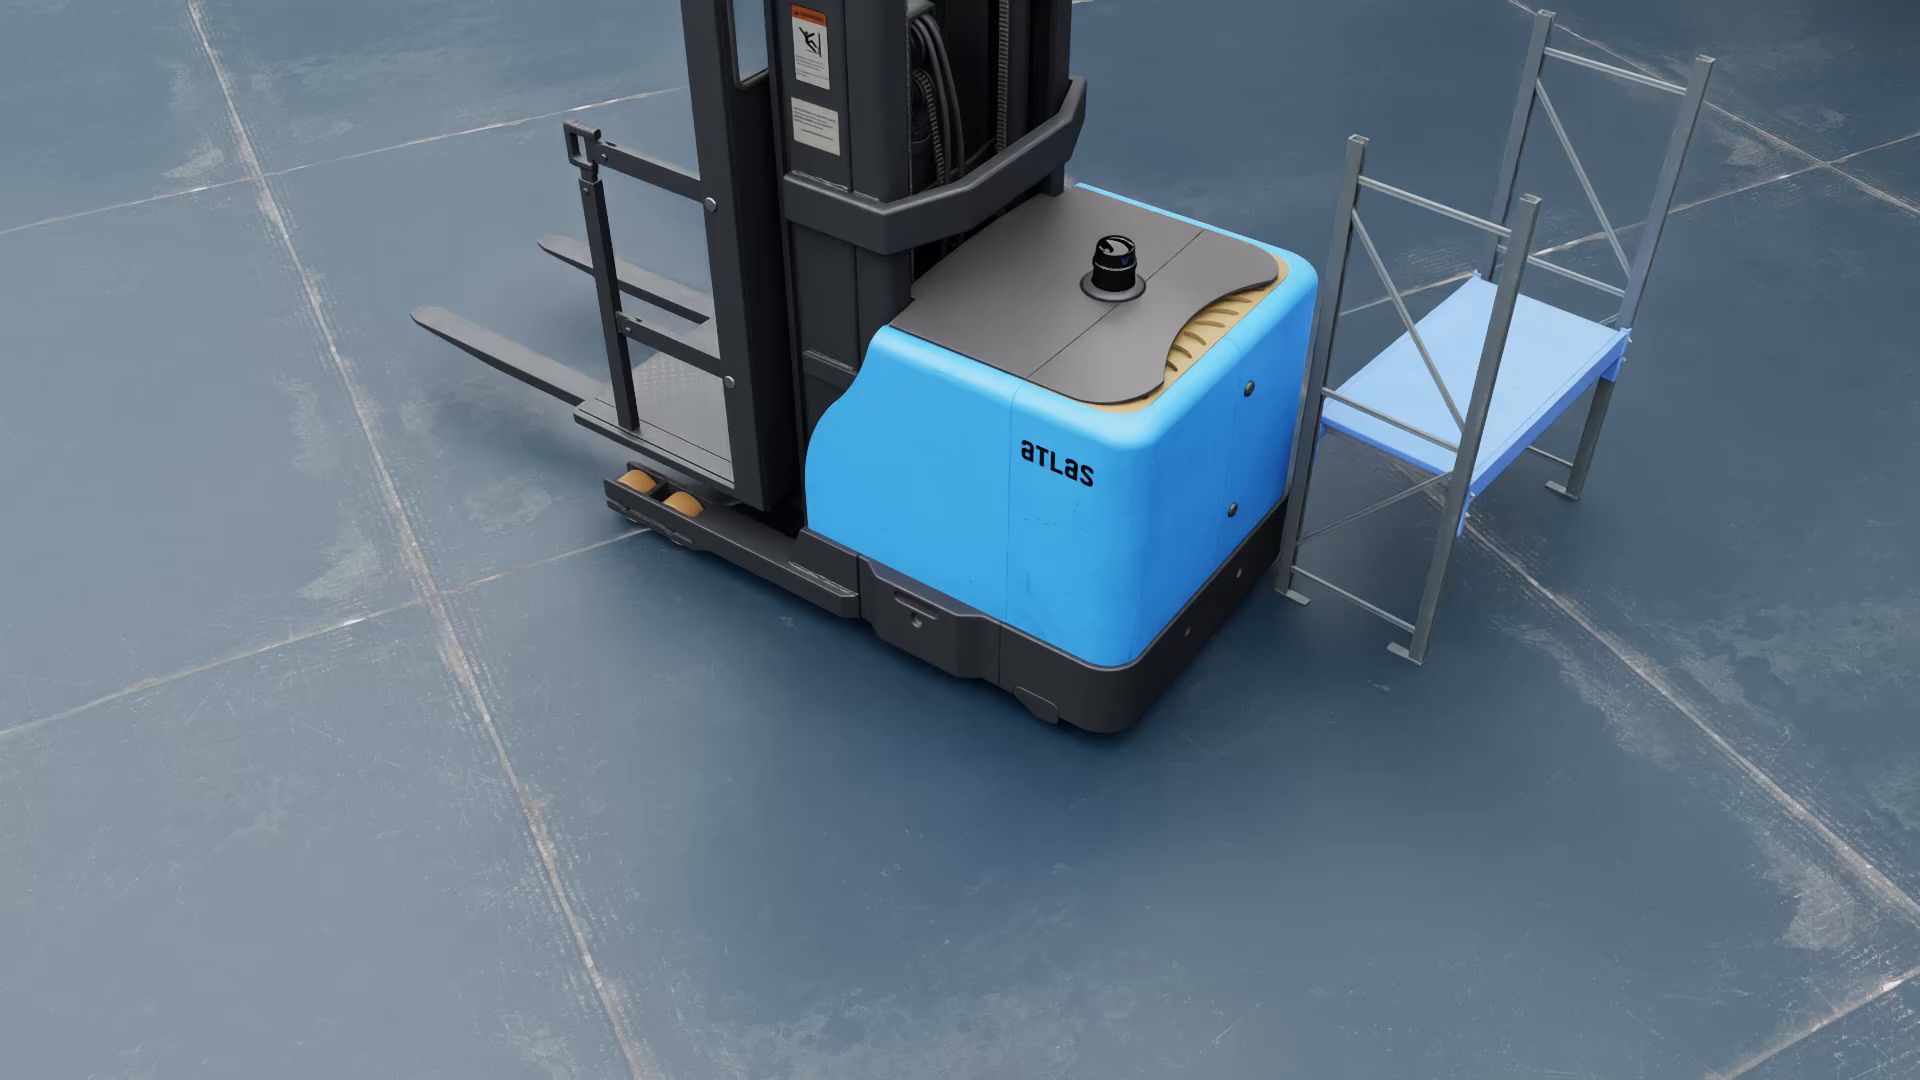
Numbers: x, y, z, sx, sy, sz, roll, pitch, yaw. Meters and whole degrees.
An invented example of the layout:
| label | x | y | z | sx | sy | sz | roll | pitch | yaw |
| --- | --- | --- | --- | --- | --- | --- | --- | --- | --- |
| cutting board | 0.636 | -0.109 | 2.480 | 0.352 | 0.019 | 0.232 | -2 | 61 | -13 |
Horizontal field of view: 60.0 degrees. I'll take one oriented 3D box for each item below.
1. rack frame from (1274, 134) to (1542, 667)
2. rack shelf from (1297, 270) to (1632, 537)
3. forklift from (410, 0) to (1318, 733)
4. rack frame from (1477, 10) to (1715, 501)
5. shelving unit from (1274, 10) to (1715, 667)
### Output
| label | x | y | z | sx | sy | sz | roll | pitch | yaw |
| --- | --- | --- | --- | --- | --- | --- | --- | --- | --- |
| rack frame | 1.155 | -0.319 | 4.466 | 0.500 | 1.500 | 0.032 | 29 | 48 | 30 |
| rack shelf | 1.489 | -0.429 | 4.874 | 0.538 | 0.185 | 1.000 | 29 | 48 | 30 |
| forklift | -0.512 | -1.354 | 4.581 | 3.031 | 2.935 | 1.130 | 25 | 46 | 26 |
| rack frame | 1.824 | -0.814 | 5.050 | 0.500 | 1.500 | 0.032 | 29 | 48 | 30 |
| shelving unit | 1.489 | -0.566 | 4.758 | 0.538 | 1.500 | 1.048 | 29 | 48 | 30 |
